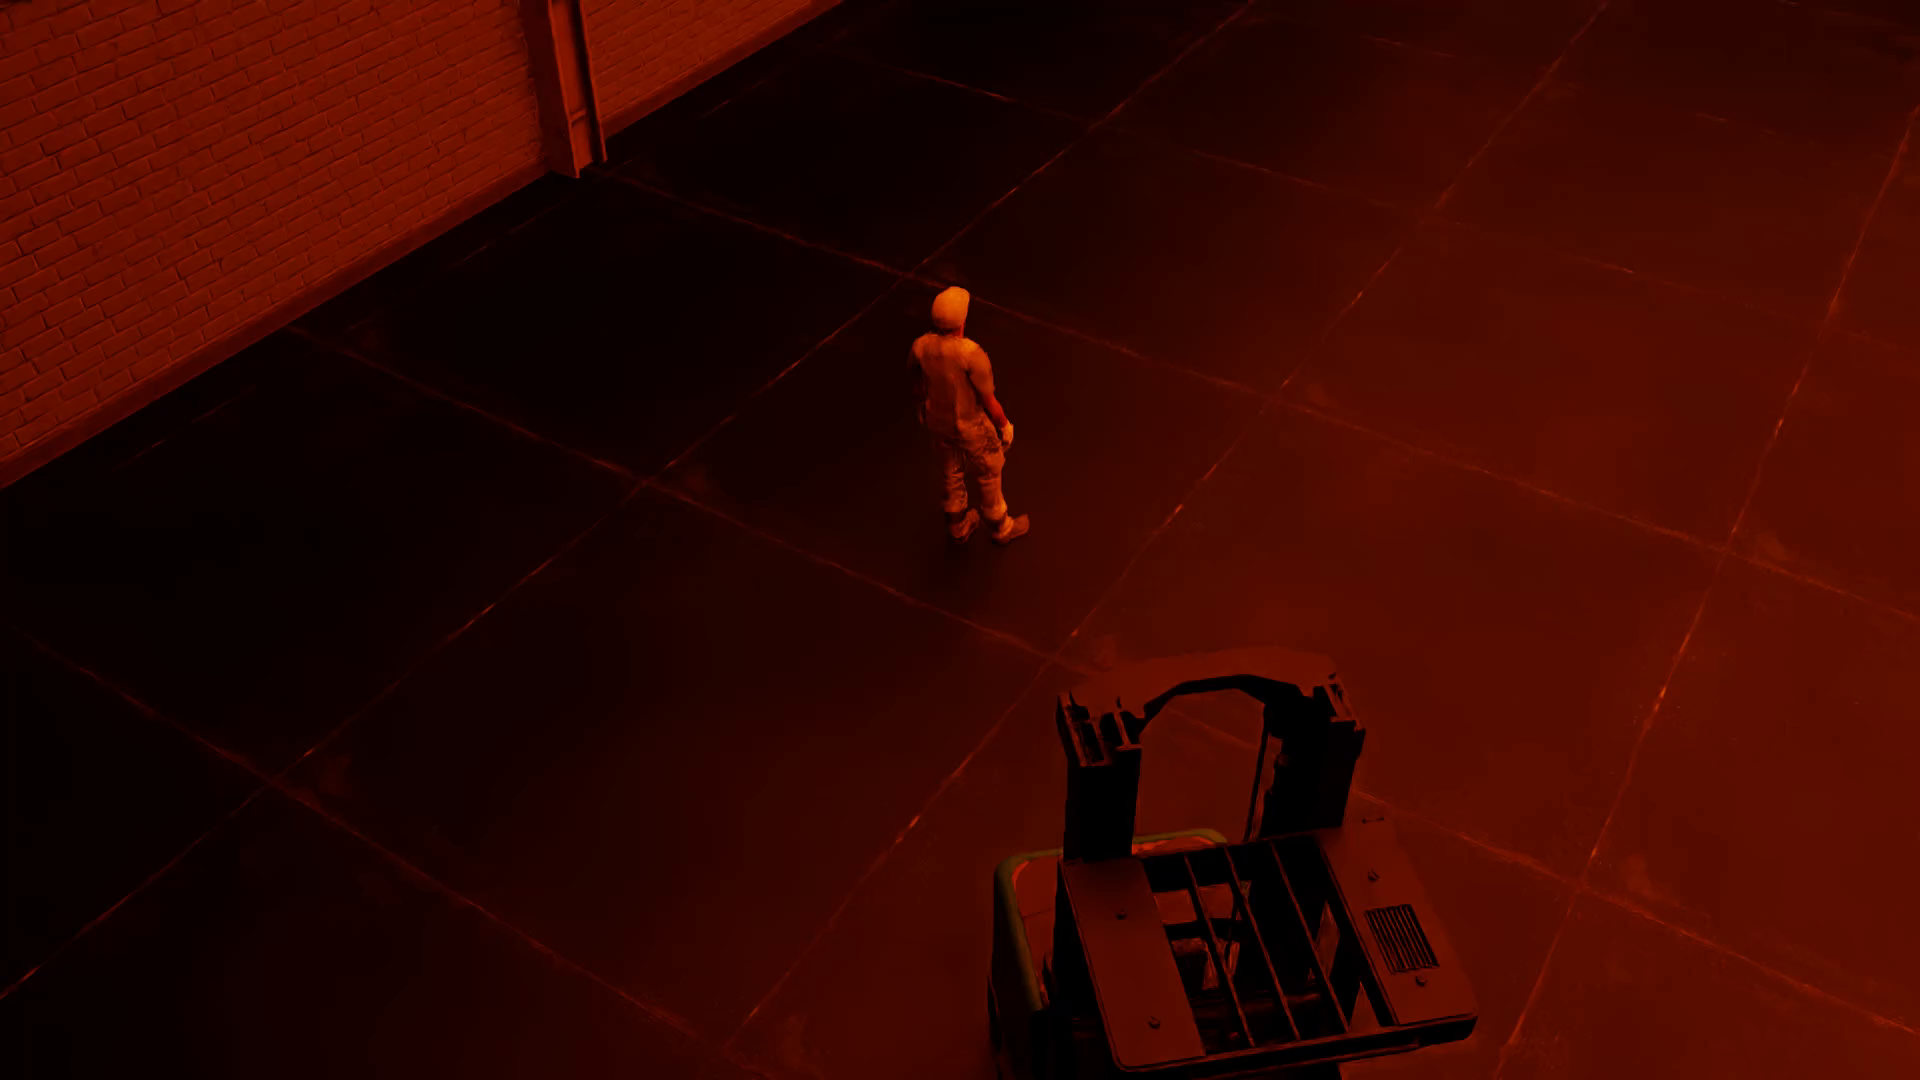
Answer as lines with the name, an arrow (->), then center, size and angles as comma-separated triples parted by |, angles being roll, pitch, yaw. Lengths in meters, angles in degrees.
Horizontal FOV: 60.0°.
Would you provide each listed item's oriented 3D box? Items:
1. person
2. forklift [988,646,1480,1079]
person -> 0.052, -0.728, 9.698 | 0.637, 1.787, 0.563 | 22, 45, 24
forklift -> 0.894, 1.917, 5.705 | 1.130, 2.935, 3.031 | -7, 41, -8
